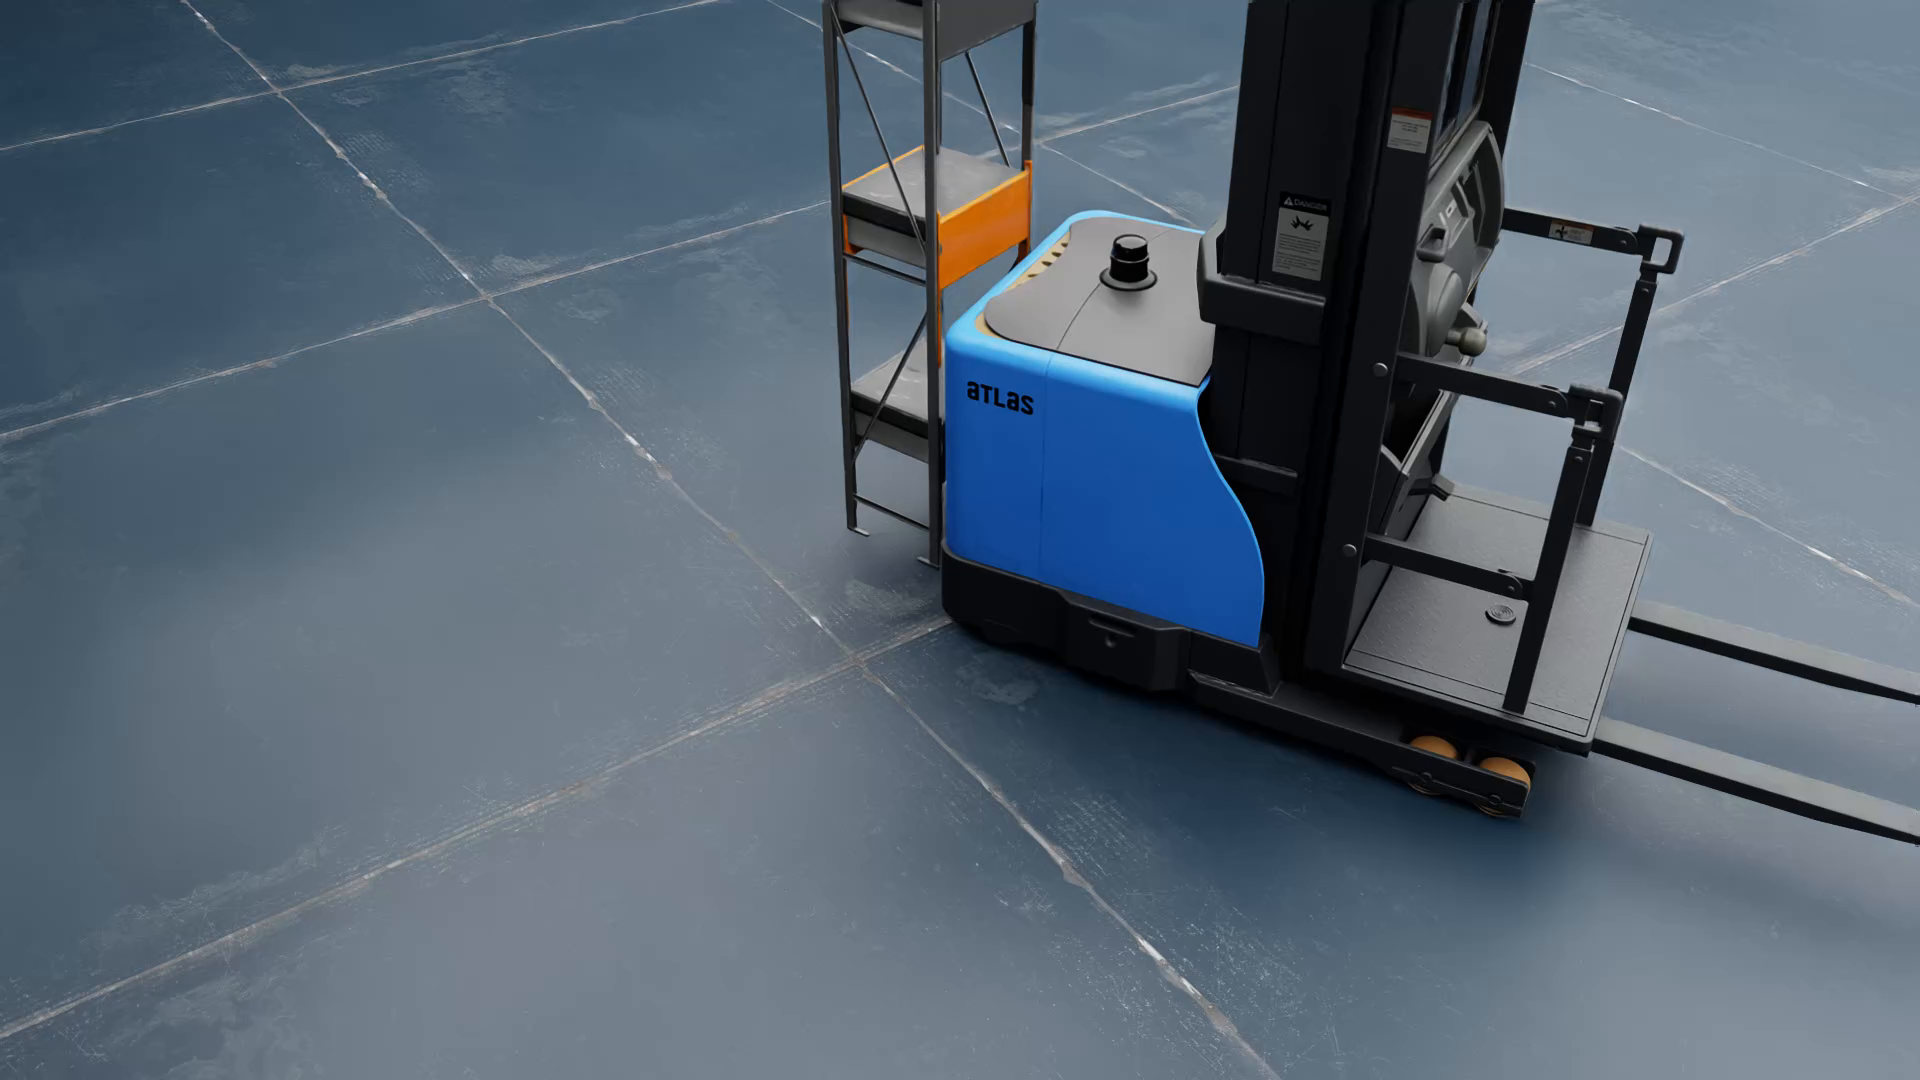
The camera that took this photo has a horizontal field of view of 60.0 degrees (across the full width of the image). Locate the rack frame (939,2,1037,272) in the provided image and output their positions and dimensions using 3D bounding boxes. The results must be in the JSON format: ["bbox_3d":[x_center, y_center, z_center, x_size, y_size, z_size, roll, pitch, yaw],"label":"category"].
[{"bbox_3d":[0.063,-1.053,5.415,0.400,2.100,0.015,24,42,29],"label":"rack frame"}]

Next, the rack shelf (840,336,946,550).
[{"bbox_3d":[-0.084,-0.359,5.673,0.431,0.518,0.480,24,42,29],"label":"rack shelf"}]

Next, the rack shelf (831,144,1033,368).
[{"bbox_3d":[-0.084,-0.928,5.265,0.431,0.518,0.480,24,42,29],"label":"rack shelf"}]

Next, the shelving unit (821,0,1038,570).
[{"bbox_3d":[-0.084,-0.939,5.257,0.431,2.100,0.503,24,42,29],"label":"shelving unit"}]

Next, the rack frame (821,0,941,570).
[{"bbox_3d":[-0.230,-0.825,5.098,0.400,2.100,0.015,24,42,29],"label":"rack frame"}]

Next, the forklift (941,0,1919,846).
[{"bbox_3d":[1.491,-0.769,4.309,3.031,2.935,1.130,17,39,22],"label":"forklift"}]

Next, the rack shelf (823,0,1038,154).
[{"bbox_3d":[-0.084,-1.496,4.856,0.431,0.518,0.480,24,42,29],"label":"rack shelf"}]
